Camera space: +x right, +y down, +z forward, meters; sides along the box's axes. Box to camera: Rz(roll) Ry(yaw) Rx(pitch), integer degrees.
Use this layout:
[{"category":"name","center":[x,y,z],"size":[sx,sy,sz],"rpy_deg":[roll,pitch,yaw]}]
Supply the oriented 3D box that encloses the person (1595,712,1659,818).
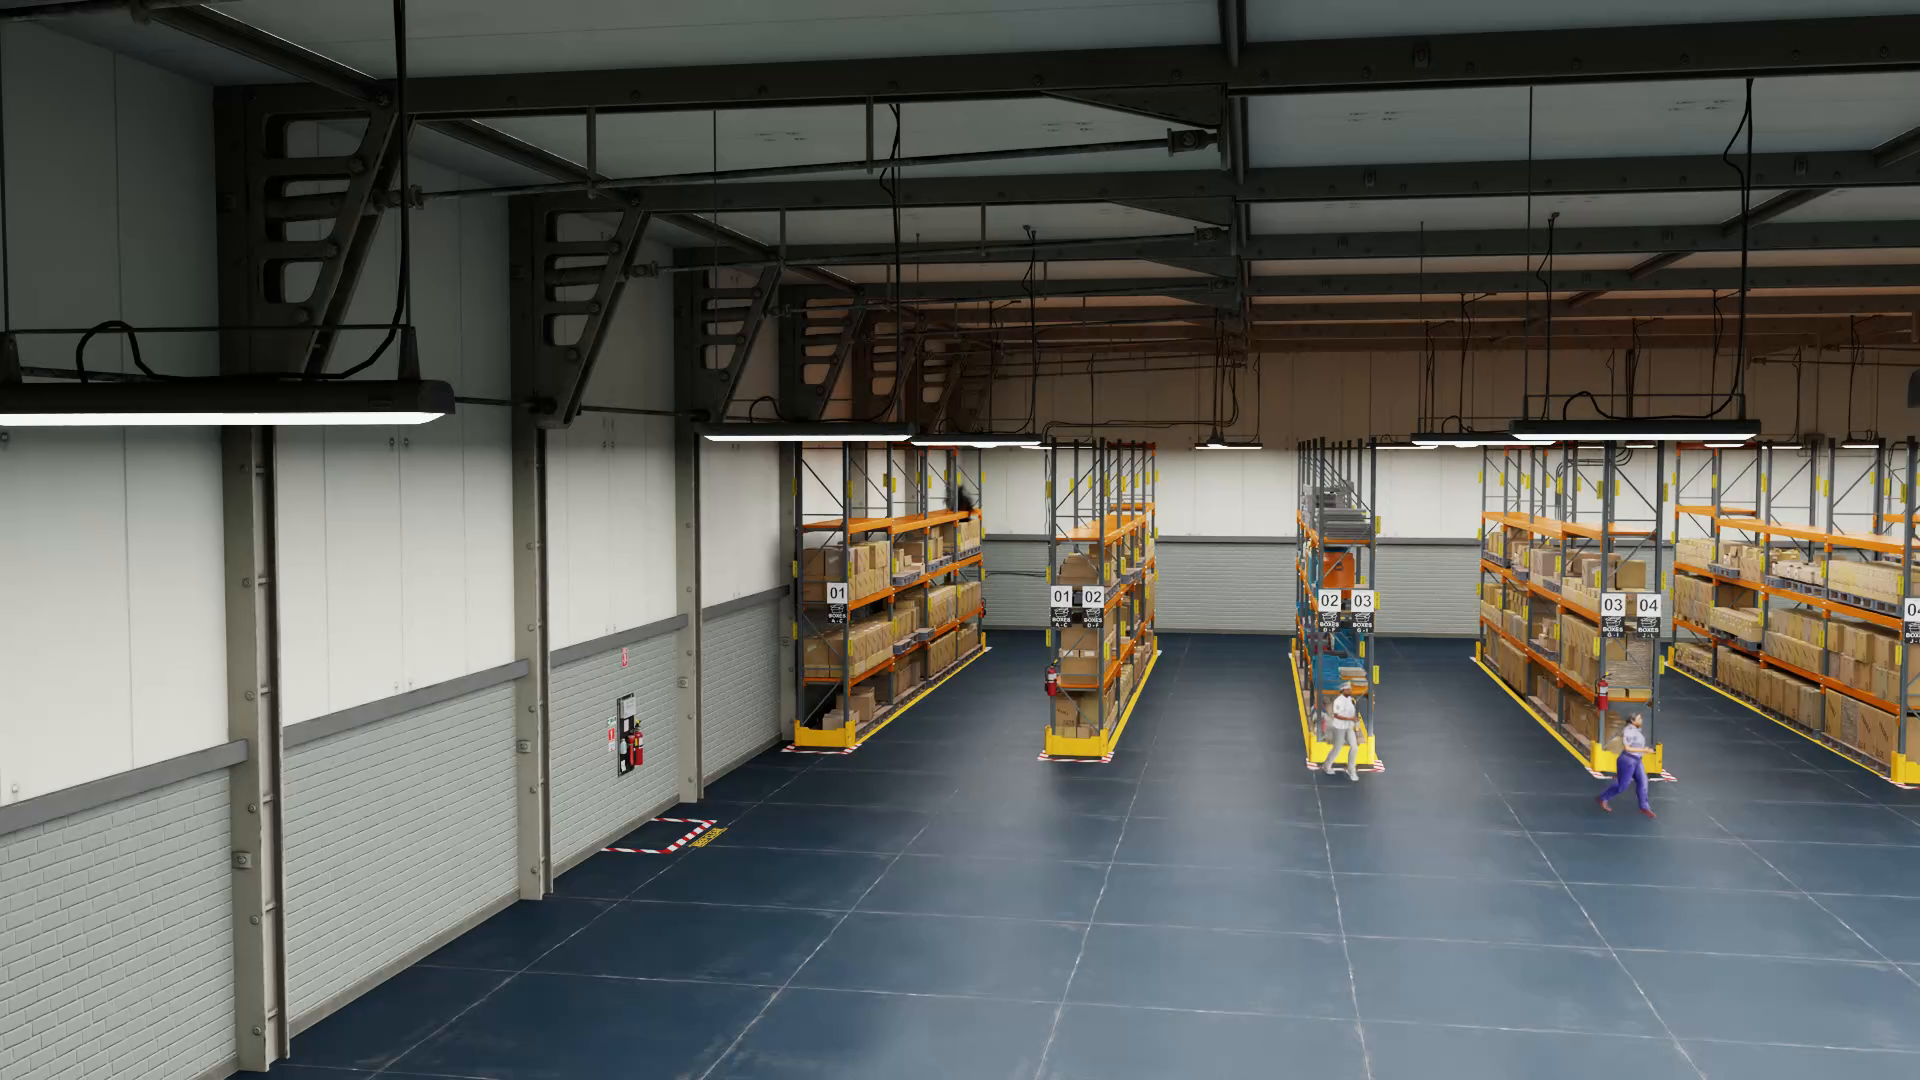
[{"category":"person","center":[10.496,3.510,26.137],"size":[0.925,1.654,0.577],"rpy_deg":[2,4,39]}]

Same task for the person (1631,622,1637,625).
[{"category":"person","center":[18.303,2.479,45.319],"size":[0.942,1.622,0.623],"rpy_deg":[-1,3,-22]}]

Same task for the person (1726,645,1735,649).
[{"category":"person","center":[21.181,2.491,45.433],"size":[0.691,1.656,0.534],"rpy_deg":[1,3,13]}]

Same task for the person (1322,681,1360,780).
[{"category":"person","center":[6.724,3.353,29.195],"size":[0.587,1.771,0.754],"rpy_deg":[-2,4,-38]}]
